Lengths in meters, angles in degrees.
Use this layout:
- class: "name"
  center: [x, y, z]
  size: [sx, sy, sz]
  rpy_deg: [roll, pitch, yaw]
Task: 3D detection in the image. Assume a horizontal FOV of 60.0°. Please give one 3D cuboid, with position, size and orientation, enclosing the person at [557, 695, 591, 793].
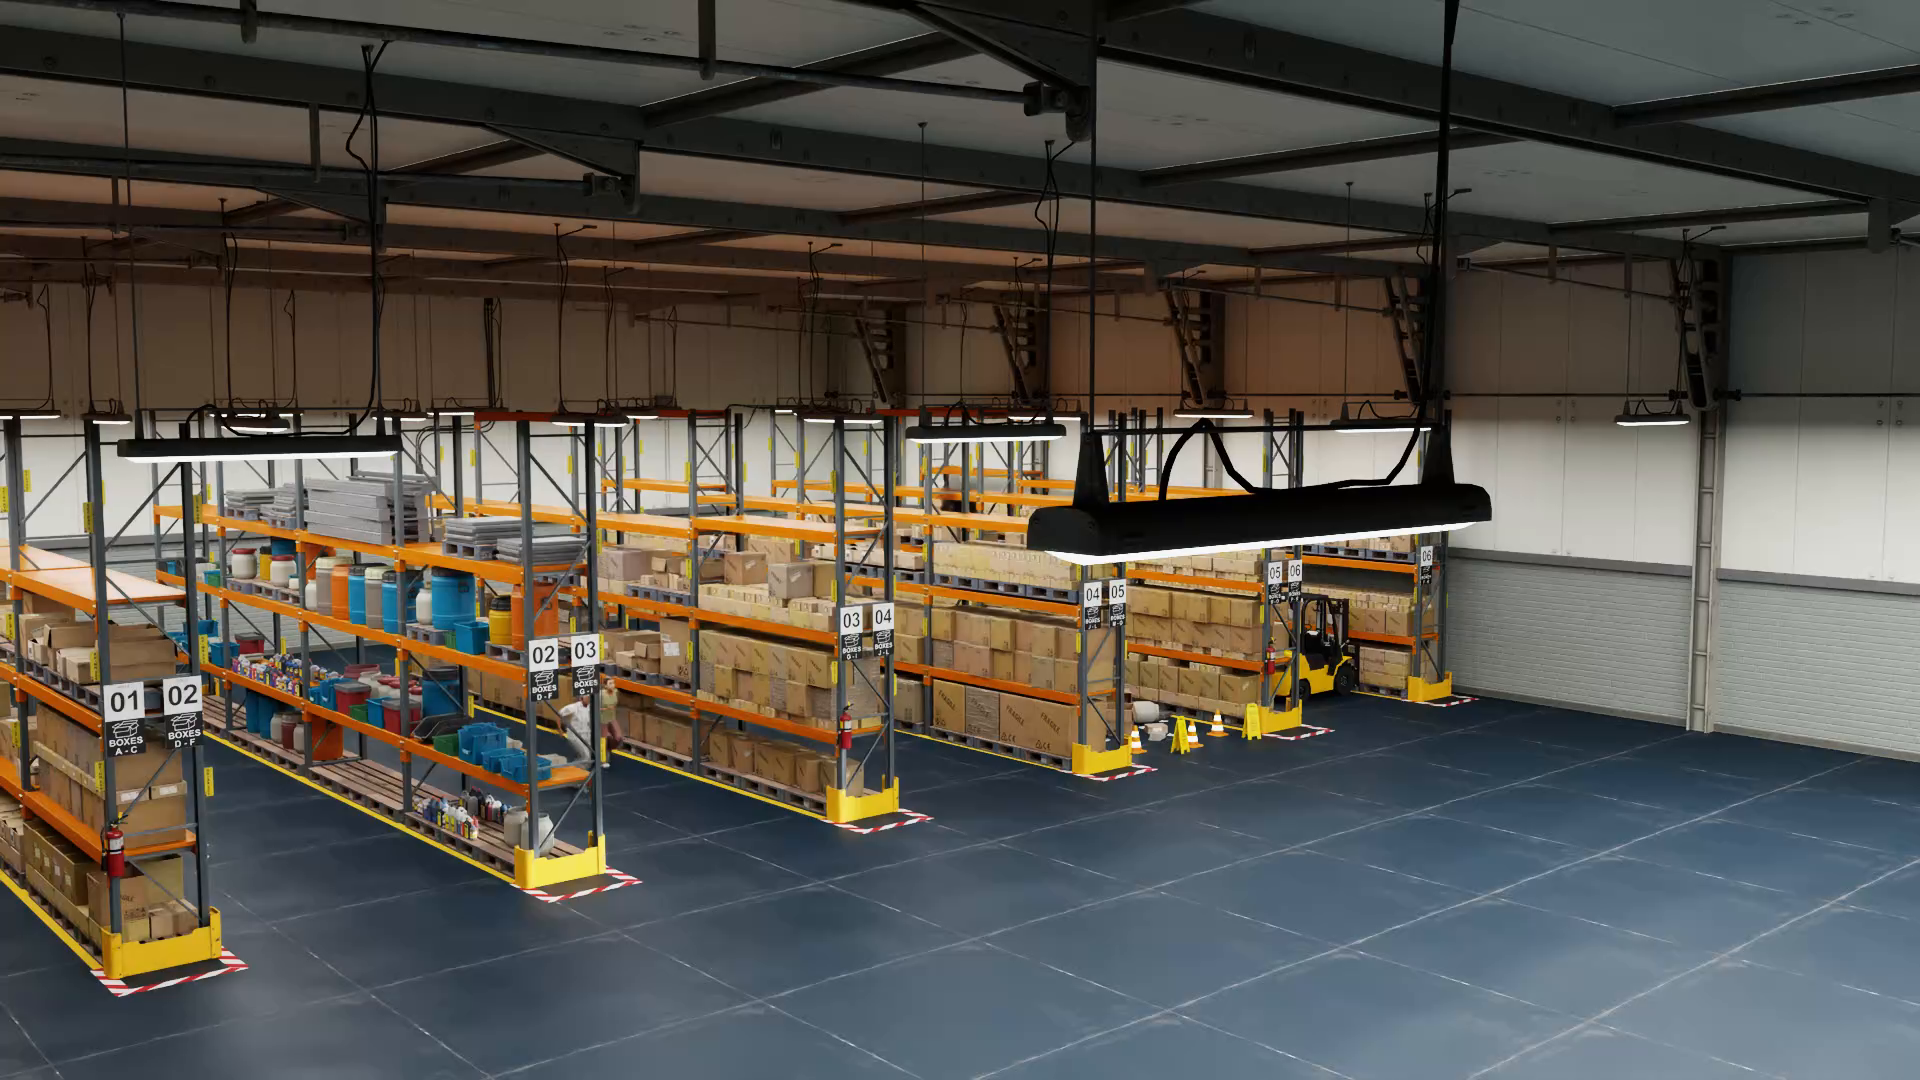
- class: "person"
  center: [-6.036, 3.186, 26.456]
  size: [0.796, 1.662, 0.630]
  rpy_deg: [4, 6, 38]

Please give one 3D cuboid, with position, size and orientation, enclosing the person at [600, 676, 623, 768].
- class: "person"
  center: [-5.913, 3.066, 27.982]
  size: [0.570, 1.595, 0.720]
  rpy_deg: [-4, 6, -37]
